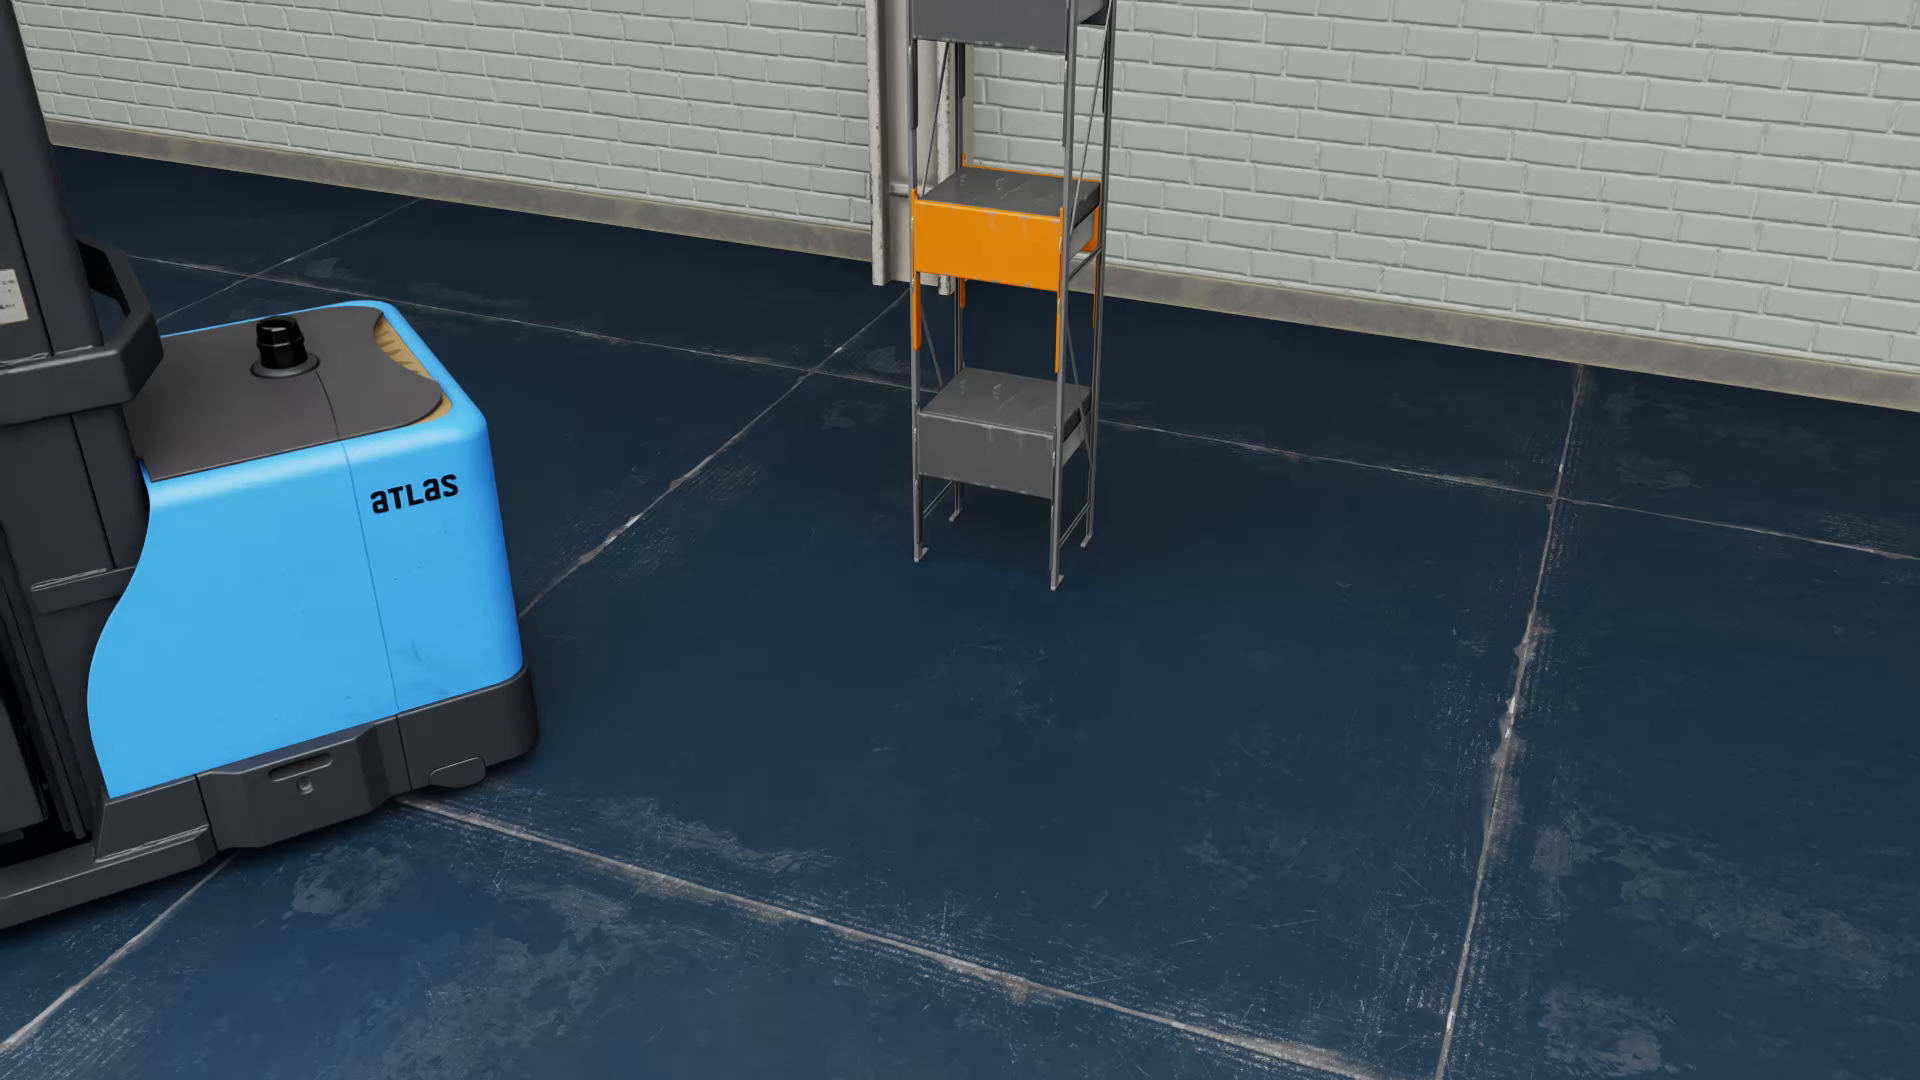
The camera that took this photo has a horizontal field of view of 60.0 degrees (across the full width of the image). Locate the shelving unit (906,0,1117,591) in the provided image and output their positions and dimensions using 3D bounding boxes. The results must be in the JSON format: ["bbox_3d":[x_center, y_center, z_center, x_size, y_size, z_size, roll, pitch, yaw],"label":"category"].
[{"bbox_3d":[0.153,-0.883,5.179,0.503,2.100,0.431,11,31,19],"label":"shelving unit"}]

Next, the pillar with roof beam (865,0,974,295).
[{"bbox_3d":[-1.795,-3.204,2.274,0.400,9.000,9.100,11,31,19],"label":"pillar with roof beam"}]

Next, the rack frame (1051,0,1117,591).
[{"bbox_3d":[0.379,-0.838,5.099,0.015,2.100,0.400,11,31,19],"label":"rack frame"}]

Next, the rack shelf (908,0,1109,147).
[{"bbox_3d":[0.153,-1.481,4.841,0.480,0.518,0.431,11,31,19],"label":"rack shelf"}]

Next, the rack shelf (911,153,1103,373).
[{"bbox_3d":[0.153,-0.872,5.186,0.480,0.518,0.431,11,31,19],"label":"rack shelf"}]

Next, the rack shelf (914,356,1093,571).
[{"bbox_3d":[0.153,-0.262,5.530,0.480,0.518,0.431,11,31,19],"label":"rack shelf"}]

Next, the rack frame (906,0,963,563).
[{"bbox_3d":[-0.073,-0.929,5.259,0.015,2.100,0.400,11,31,19],"label":"rack frame"}]

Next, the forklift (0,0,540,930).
[{"bbox_3d":[-2.702,-0.482,3.623,3.031,2.935,1.130,-16,33,-27],"label":"forklift"}]
